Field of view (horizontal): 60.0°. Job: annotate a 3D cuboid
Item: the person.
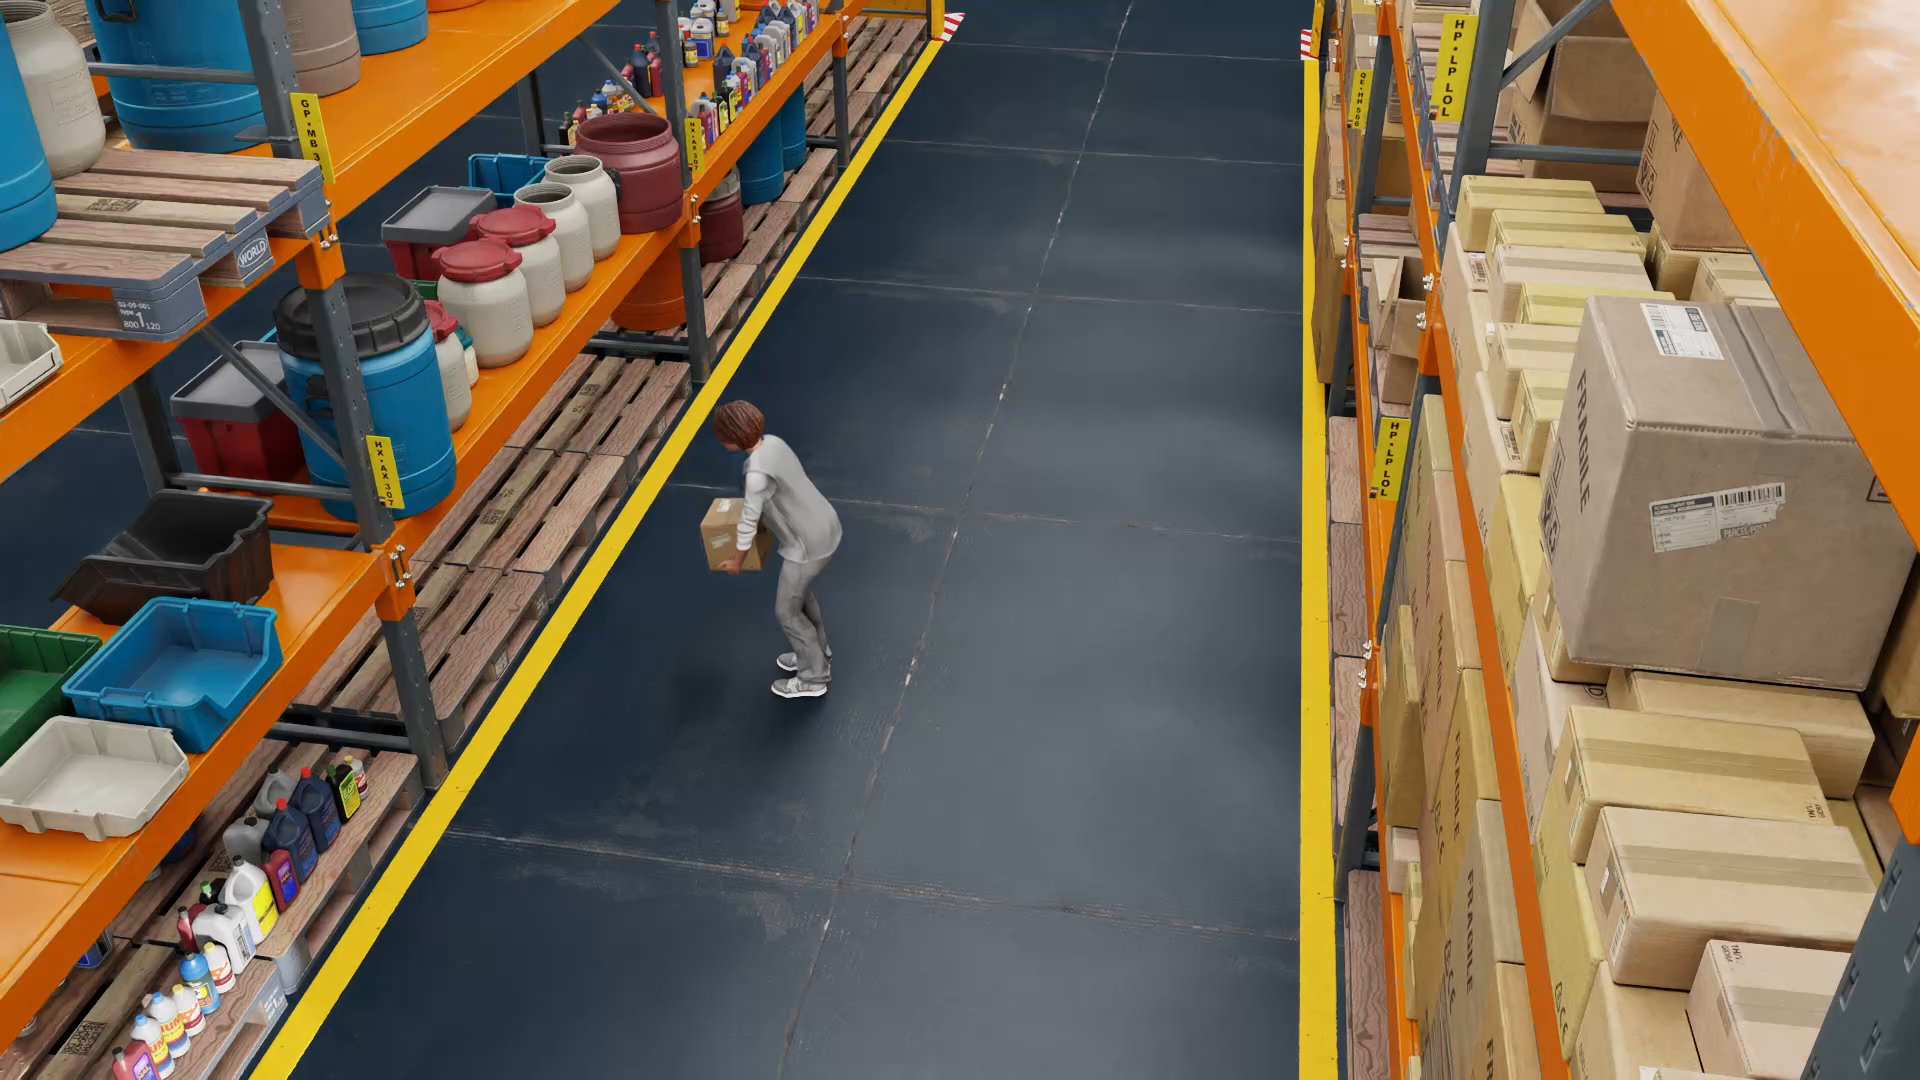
[{"bbox_3d":[-0.829,0.046,7.762,0.558,1.514,0.372,5,33,7],"label":"person"}]
